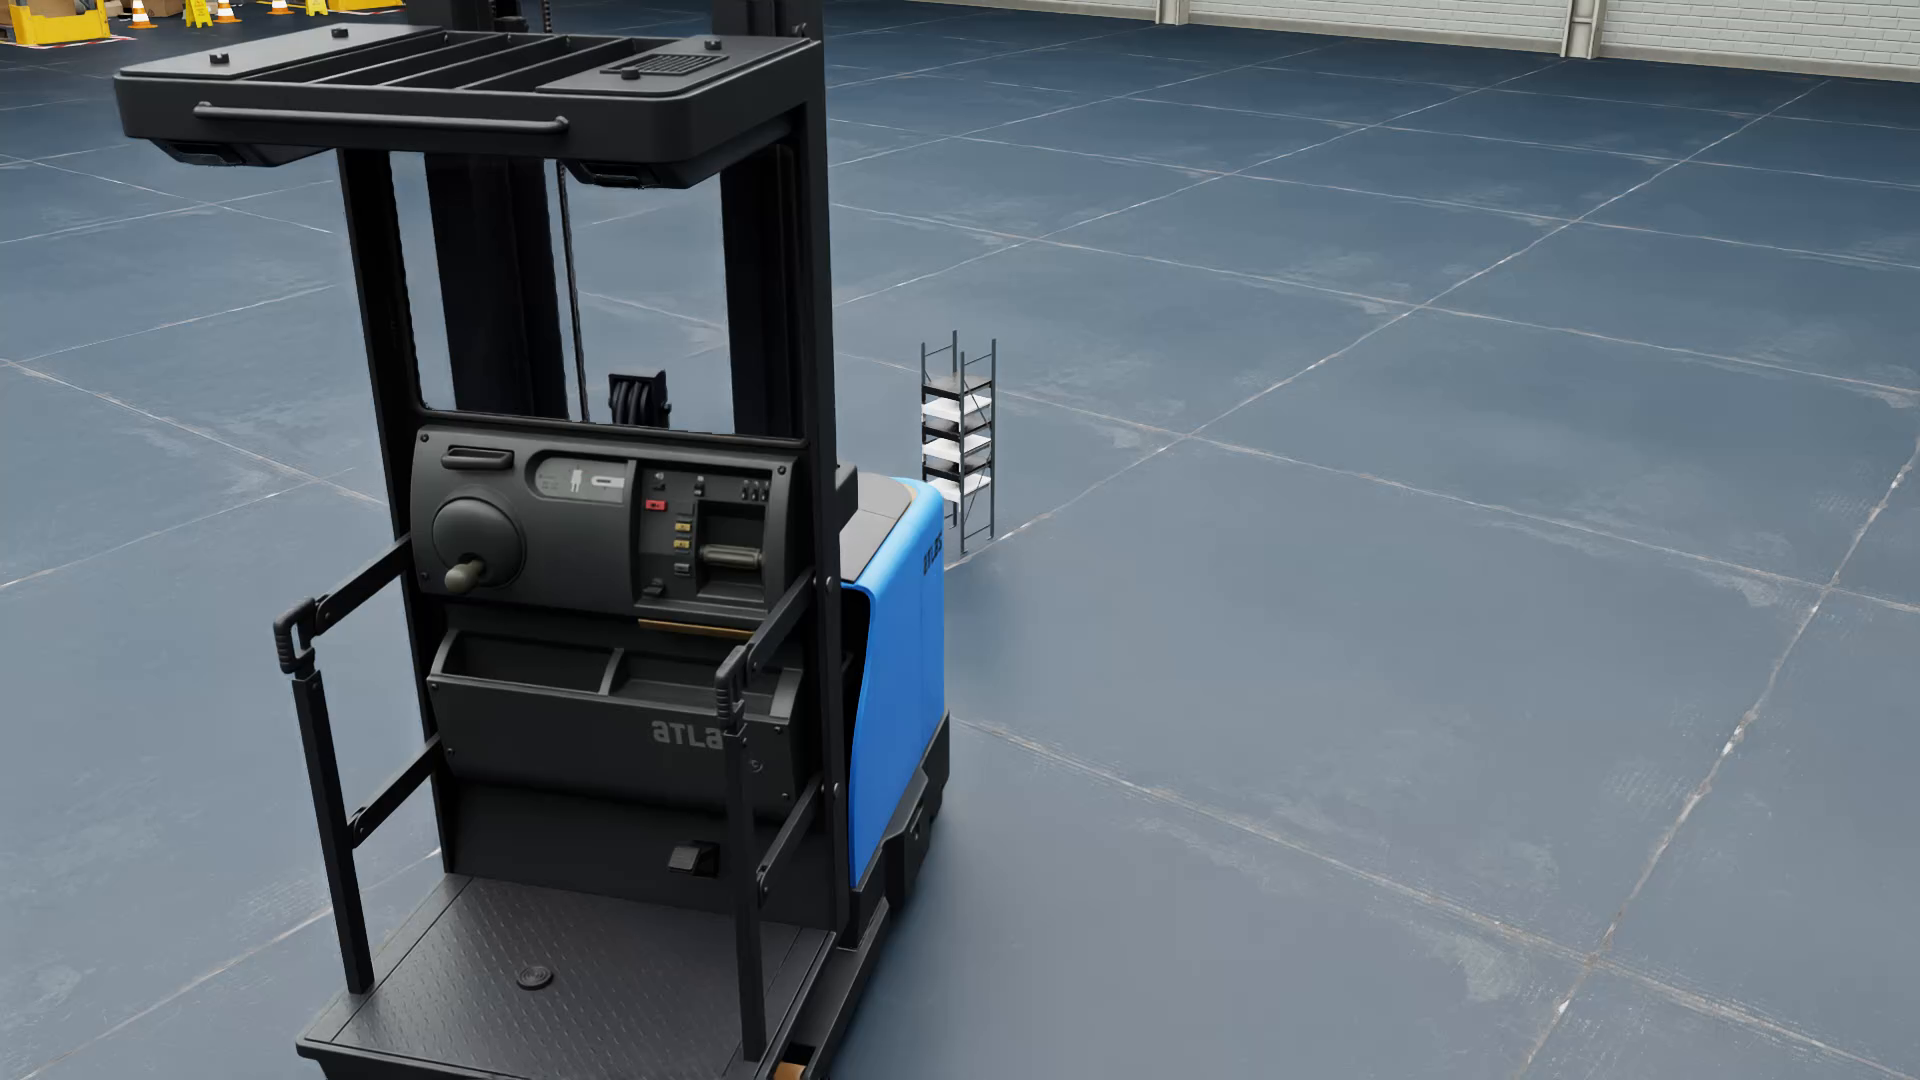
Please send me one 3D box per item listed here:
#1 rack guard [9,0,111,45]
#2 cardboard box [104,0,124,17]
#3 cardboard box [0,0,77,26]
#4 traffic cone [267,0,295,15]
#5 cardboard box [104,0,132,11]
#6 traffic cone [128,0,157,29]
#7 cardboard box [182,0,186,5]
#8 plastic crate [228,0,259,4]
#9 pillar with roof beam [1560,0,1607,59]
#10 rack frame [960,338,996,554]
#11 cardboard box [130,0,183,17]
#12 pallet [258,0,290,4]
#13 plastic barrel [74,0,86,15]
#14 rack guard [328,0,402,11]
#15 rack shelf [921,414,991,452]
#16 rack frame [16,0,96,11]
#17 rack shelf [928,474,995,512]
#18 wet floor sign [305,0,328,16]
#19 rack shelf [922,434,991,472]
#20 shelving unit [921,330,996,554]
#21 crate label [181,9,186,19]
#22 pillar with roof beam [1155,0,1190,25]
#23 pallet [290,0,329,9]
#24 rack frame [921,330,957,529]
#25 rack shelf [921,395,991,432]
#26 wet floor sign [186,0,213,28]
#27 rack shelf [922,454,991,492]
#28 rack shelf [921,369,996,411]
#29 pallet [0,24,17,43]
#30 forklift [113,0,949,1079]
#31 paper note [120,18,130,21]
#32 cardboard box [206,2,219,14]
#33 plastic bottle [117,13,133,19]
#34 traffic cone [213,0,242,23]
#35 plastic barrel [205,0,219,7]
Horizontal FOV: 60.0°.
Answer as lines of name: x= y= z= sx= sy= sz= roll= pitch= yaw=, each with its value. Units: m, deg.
rack guard: x=-12.289 y=-7.091 z=22.723 sx=0.348 sy=0.500 sz=1.175 roll=17 pitch=29 yaw=33
cardboard box: x=-13.029 y=-8.135 z=25.384 sx=0.396 sy=0.266 sz=0.258 roll=-21 pitch=31 yaw=-39
cardboard box: x=-12.890 y=-7.603 z=22.900 sx=0.875 sy=0.875 sz=0.875 roll=17 pitch=29 yaw=34
traffic cone: x=-10.538 y=-8.389 z=25.715 sx=0.334 sy=0.463 sz=0.336 roll=17 pitch=29 yaw=33
cardboard box: x=-13.097 y=-8.613 z=26.006 sx=0.503 sy=0.637 sz=0.797 roll=17 pitch=29 yaw=33
traffic cone: x=-11.881 y=-7.666 z=24.075 sx=0.334 sy=0.463 sz=0.336 roll=17 pitch=29 yaw=33
cardboard box: x=-12.580 y=-8.988 z=27.027 sx=0.500 sy=0.500 sz=0.500 roll=-5 pitch=24 yaw=-12
plastic crate: x=-11.856 y=-8.849 z=27.234 sx=0.583 sy=0.080 sz=0.402 roll=7 pitch=25 yaw=15
pillar with roof beam: x=5.359 y=-8.927 z=16.350 sx=0.400 sy=9.000 sz=9.100 roll=17 pitch=29 yaw=33
rack frame: x=0.075 y=-0.389 z=7.017 sx=0.006 sy=0.900 sz=0.240 roll=17 pitch=29 yaw=33
cardboard box: x=-12.344 y=-8.327 z=25.526 sx=0.637 sy=0.503 sz=0.797 roll=-1 pitch=24 yaw=-3
pallet: x=-11.082 y=-9.107 z=27.658 sx=1.213 sy=0.211 sz=1.003 roll=17 pitch=29 yaw=33
plastic barrel: x=-13.681 y=-8.249 z=25.448 sx=0.512 sy=0.421 sz=0.421 roll=-5 pitch=24 yaw=-12
rack guard: x=-9.481 y=-8.736 z=26.458 sx=0.348 sy=0.500 sz=1.175 roll=17 pitch=29 yaw=33
rack shelf: x=-0.006 y=-0.466 z=7.050 sx=0.200 sy=0.077 sz=0.258 roll=17 pitch=29 yaw=33
rack frame: x=-12.308 y=-8.240 z=22.232 sx=0.127 sy=3.000 sz=1.000 roll=17 pitch=29 yaw=33
rack shelf: x=-0.006 y=-0.219 z=7.159 sx=0.200 sy=0.077 sz=0.258 roll=17 pitch=29 yaw=33
wet floor sign: x=-9.910 y=-8.393 z=25.499 sx=0.267 sy=0.644 sz=0.232 roll=-15 pitch=28 yaw=-30
rack shelf: x=-0.006 y=-0.383 z=7.086 sx=0.200 sy=0.077 sz=0.258 roll=17 pitch=29 yaw=33
shelving unit: x=-0.006 y=-0.414 z=7.073 sx=0.210 sy=0.900 sz=0.258 roll=17 pitch=29 yaw=33
crate label: x=-11.598 y=-7.969 z=25.168 sx=0.298 sy=0.136 sz=0.250 roll=3 pitch=24 yaw=6
pillar with roof beam: x=0.558 y=-10.378 z=19.643 sx=0.400 sy=9.000 sz=9.100 roll=17 pitch=29 yaw=33
pallet: x=-10.110 y=-8.812 z=26.988 sx=1.213 sy=0.211 sz=1.003 roll=17 pitch=29 yaw=33
rack frame: x=-0.088 y=-0.438 z=7.129 sx=0.006 sy=0.900 sz=0.240 roll=17 pitch=29 yaw=33
rack shelf: x=-0.006 y=-0.548 z=7.014 sx=0.200 sy=0.077 sz=0.258 roll=17 pitch=29 yaw=33
wet floor sign: x=-11.097 y=-7.795 z=24.141 sx=0.232 sy=0.644 sz=0.267 roll=12 pitch=26 yaw=24
rack shelf: x=-0.006 y=-0.301 z=7.123 sx=0.200 sy=0.077 sz=0.258 roll=17 pitch=29 yaw=33
rack shelf: x=-0.006 y=-0.630 z=6.978 sx=0.200 sy=0.077 sz=0.258 roll=17 pitch=29 yaw=33
pallet: x=-12.995 y=-7.132 z=23.176 sx=1.213 sy=0.211 sz=1.003 roll=17 pitch=29 yaw=33
forklift: x=-0.879 y=-0.008 z=3.633 sx=1.130 sy=2.935 sz=3.031 roll=6 pitch=24 yaw=12
paper note: x=-12.511 y=-7.798 z=24.912 sx=0.144 sy=0.017 sz=0.142 roll=-15 pitch=28 yaw=-30
cardboard box: x=-11.680 y=-8.222 z=25.727 sx=0.380 sy=0.149 sz=0.250 roll=-10 pitch=26 yaw=-21
plastic bottle: x=-12.659 y=-7.940 z=25.195 sx=0.283 sy=0.061 sz=0.133 roll=7 pitch=25 yaw=15
traffic cone: x=-10.932 y=-7.948 z=24.716 sx=0.334 sy=0.463 sz=0.336 roll=17 pitch=29 yaw=33
plastic barrel: x=-11.981 y=-8.694 z=26.457 sx=0.512 sy=0.421 sz=0.421 roll=-5 pitch=24 yaw=-12
